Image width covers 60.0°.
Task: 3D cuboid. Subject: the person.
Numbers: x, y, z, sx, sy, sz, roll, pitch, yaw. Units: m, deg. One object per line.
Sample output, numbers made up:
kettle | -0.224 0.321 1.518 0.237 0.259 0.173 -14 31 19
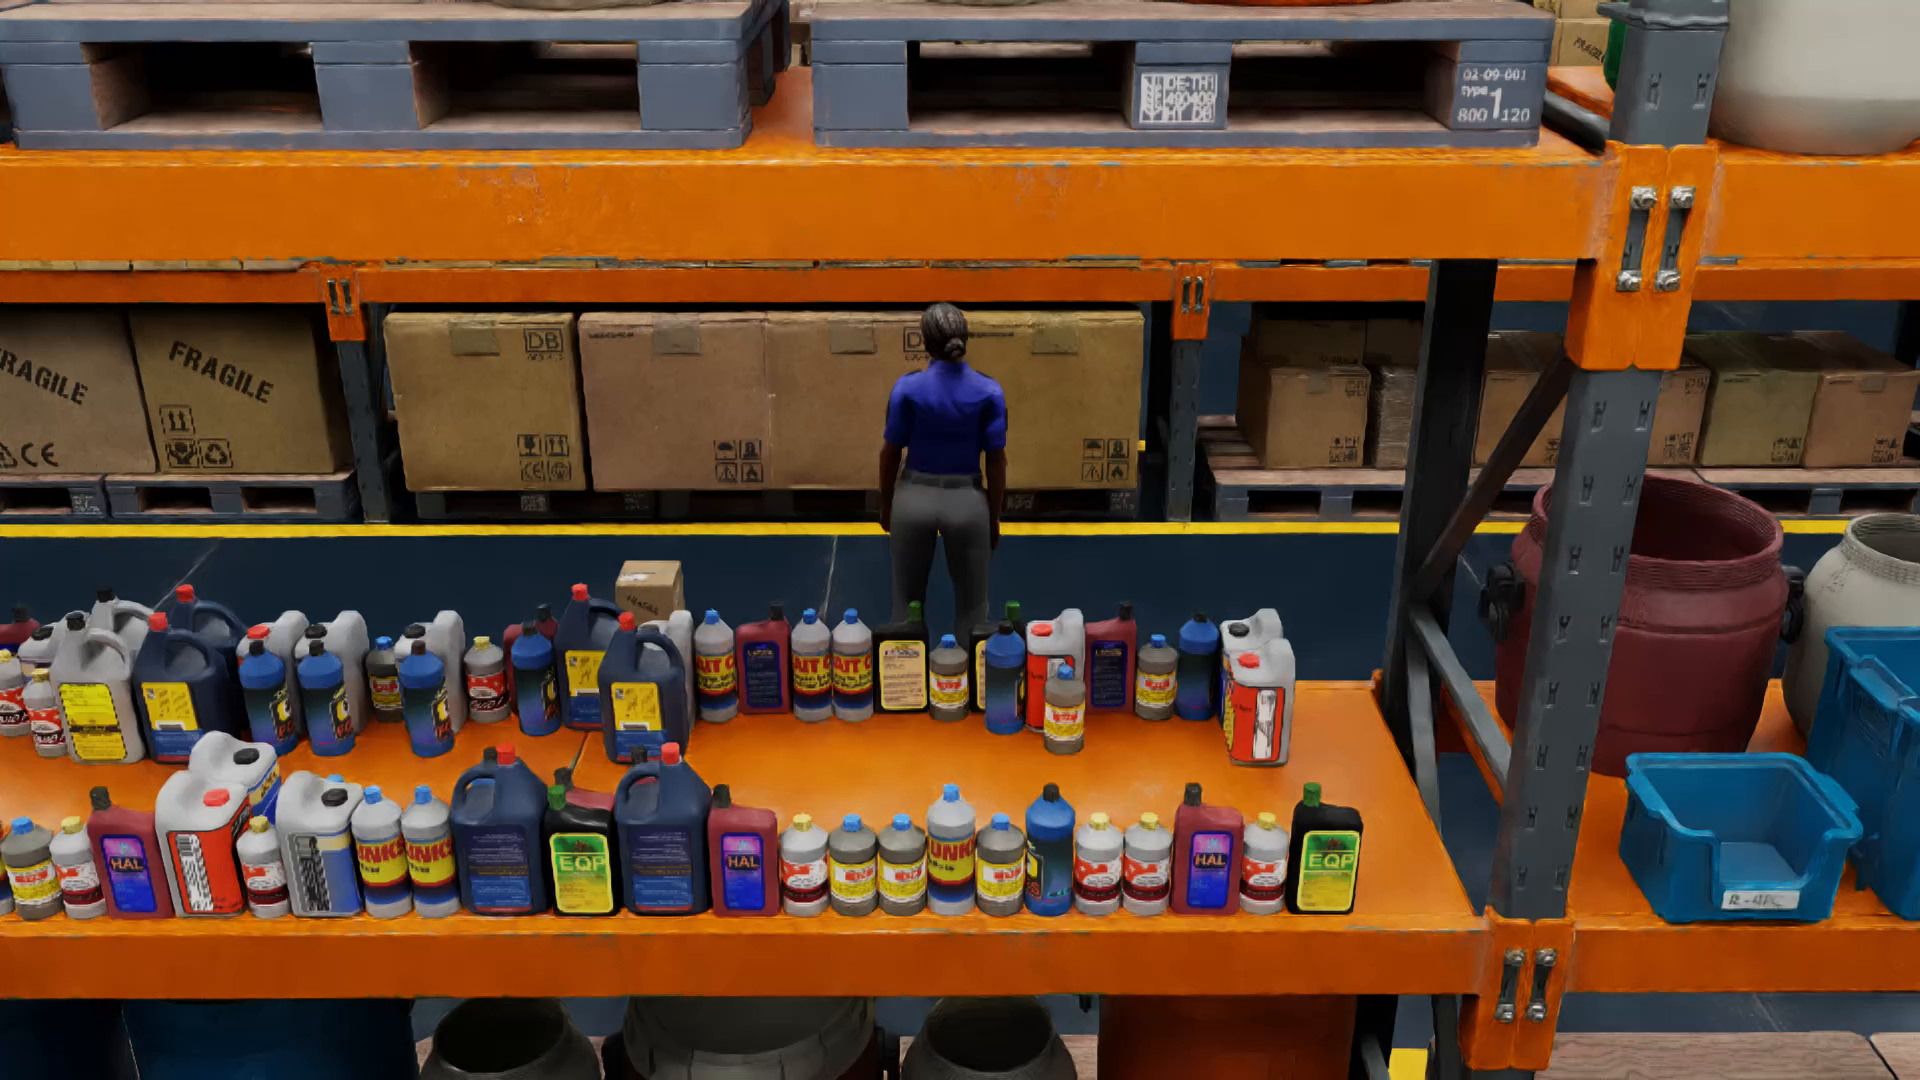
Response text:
person | -0.064 -0.098 6.274 0.489 1.664 0.355 0 24 0
